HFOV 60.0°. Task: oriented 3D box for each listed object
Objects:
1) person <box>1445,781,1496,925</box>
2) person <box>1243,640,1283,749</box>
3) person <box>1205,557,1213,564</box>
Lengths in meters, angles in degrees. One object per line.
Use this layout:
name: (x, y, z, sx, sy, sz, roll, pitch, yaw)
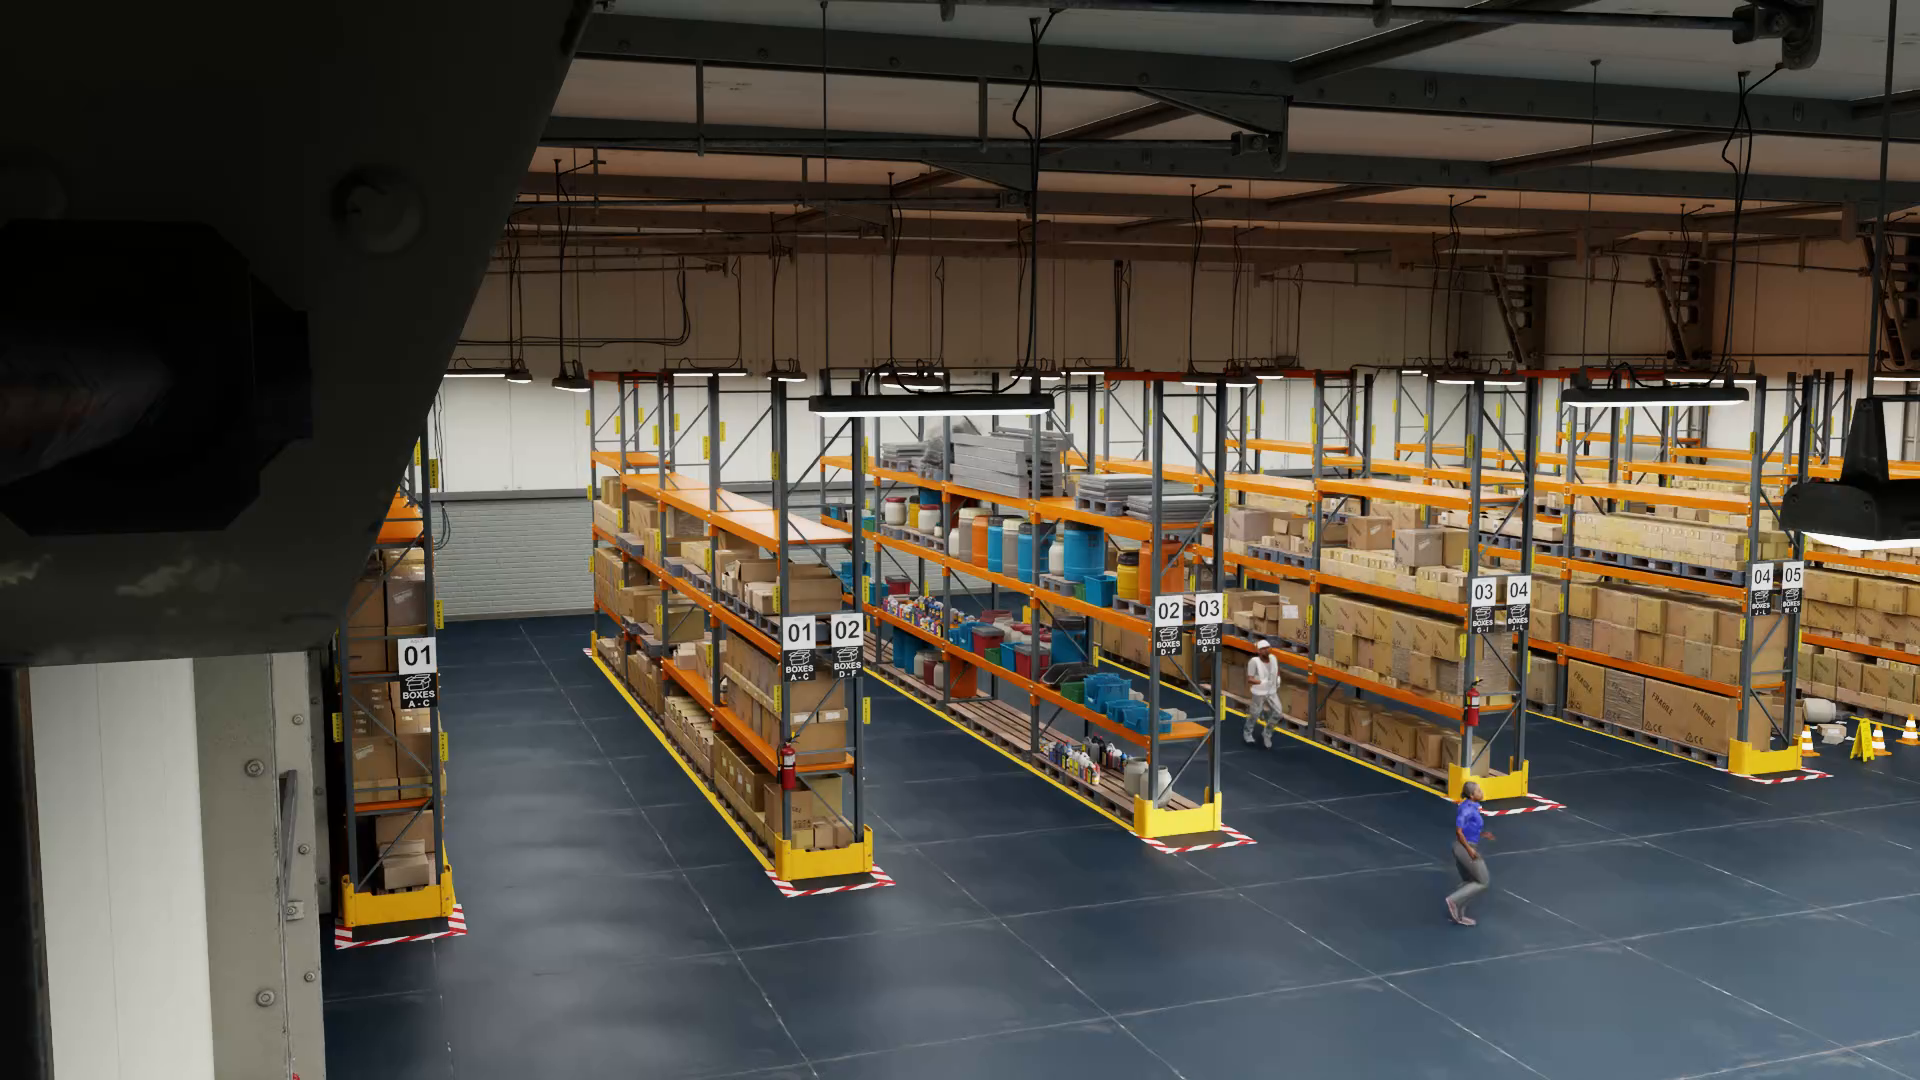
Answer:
person: (5.676, 3.475, 18.487, 0.571, 1.623, 0.566, 1, 6, 7)
person: (4.896, 2.466, 26.685, 0.693, 1.761, 0.860, -2, 7, -17)
person: (6.241, 0.929, 41.283, 0.503, 1.638, 0.665, -4, 7, -29)
